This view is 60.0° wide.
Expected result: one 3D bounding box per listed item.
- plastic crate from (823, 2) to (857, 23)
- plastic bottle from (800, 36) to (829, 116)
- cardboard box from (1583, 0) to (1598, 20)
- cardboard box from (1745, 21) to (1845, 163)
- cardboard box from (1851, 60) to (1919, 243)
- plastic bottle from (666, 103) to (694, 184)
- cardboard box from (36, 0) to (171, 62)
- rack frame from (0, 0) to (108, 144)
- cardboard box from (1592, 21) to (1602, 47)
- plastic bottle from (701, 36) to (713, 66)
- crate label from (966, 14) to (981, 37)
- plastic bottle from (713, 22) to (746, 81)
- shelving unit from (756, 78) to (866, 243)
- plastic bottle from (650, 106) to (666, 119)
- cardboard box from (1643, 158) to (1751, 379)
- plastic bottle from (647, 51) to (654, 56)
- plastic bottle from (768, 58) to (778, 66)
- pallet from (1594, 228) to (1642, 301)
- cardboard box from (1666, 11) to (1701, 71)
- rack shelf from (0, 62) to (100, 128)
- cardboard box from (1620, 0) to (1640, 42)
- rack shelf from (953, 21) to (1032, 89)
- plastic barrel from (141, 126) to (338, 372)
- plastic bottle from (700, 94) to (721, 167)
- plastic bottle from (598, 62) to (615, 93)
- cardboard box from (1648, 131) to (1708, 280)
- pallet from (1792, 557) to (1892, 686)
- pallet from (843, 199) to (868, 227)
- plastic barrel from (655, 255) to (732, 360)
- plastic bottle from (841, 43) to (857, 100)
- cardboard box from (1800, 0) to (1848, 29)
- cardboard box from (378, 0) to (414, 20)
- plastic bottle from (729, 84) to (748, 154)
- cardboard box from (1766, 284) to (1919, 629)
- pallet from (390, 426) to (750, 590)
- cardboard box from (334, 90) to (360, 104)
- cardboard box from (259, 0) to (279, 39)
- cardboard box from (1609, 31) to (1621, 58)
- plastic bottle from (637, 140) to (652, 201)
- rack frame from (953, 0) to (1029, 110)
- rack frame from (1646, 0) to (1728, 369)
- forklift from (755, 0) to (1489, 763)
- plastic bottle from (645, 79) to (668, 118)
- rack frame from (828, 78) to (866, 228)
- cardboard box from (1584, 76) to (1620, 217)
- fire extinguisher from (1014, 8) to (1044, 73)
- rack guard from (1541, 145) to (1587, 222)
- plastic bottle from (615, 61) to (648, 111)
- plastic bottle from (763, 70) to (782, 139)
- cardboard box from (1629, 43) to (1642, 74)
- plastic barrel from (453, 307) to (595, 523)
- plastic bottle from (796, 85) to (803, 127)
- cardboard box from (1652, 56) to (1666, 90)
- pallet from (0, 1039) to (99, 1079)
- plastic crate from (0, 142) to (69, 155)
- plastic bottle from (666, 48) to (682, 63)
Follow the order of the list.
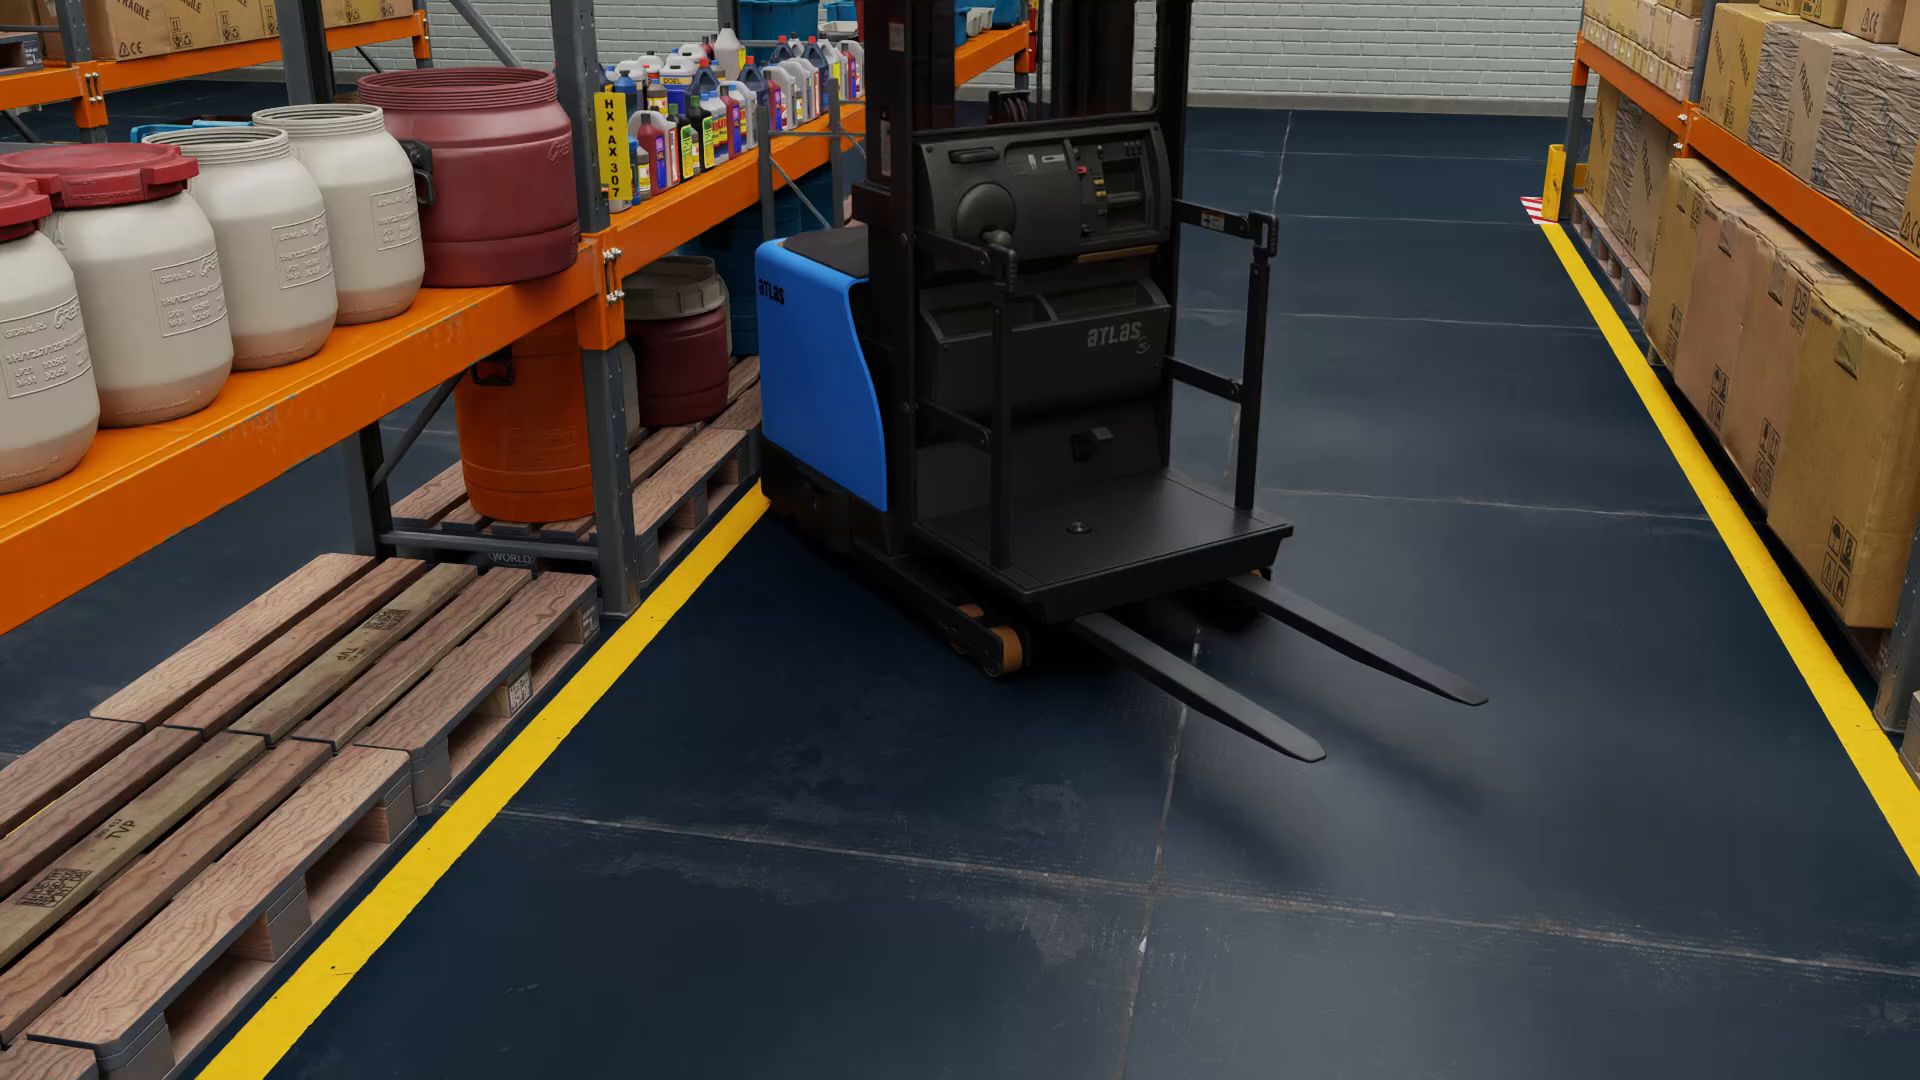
[{"bbox_3d":[-0.681,-3.397,10.917,0.416,0.233,0.300,4,22,11],"label":"plastic crate"},{"bbox_3d":[-0.699,-2.189,7.840,0.144,0.351,0.185,4,22,11],"label":"plastic bottle"},{"bbox_3d":[4.509,-3.639,11.178,0.500,0.250,0.500,4,22,9],"label":"cardboard box"},{"bbox_3d":[3.512,-1.793,6.657,0.500,0.500,0.500,4,22,10],"label":"cardboard box"},{"bbox_3d":[3.204,-1.228,5.253,0.500,0.500,0.500,4,22,10],"label":"cardboard box"},{"bbox_3d":[-1.039,-1.472,6.149,0.061,0.283,0.133,4,22,11],"label":"plastic bottle"},{"bbox_3d":[-5.272,-3.232,10.229,0.500,0.500,0.500,5,22,12],"label":"cardboard box"},{"bbox_3d":[-5.643,-3.020,9.836,1.000,3.000,0.127,4,22,11],"label":"rack frame"},{"bbox_3d":[4.372,-3.317,10.911,0.380,0.149,0.250,4,22,10],"label":"cardboard box"},{"bbox_3d":[-1.314,-2.436,8.543,0.061,0.283,0.133,4,22,11],"label":"plastic bottle"},{"bbox_3d":[-0.073,-3.488,11.273,0.396,0.136,0.243,4,22,11],"label":"crate label"},{"bbox_3d":[-1.192,-2.499,8.609,0.144,0.351,0.185,4,22,11],"label":"plastic bottle"},{"bbox_3d":[-0.444,-1.192,7.287,0.587,1.500,1.083,4,22,11],"label":"shelving unit"},{"bbox_3d":[-1.120,-1.466,6.150,0.097,0.271,0.097,0,22,0],"label":"plastic bottle"},{"bbox_3d":[3.944,-1.237,7.691,1.225,0.875,0.875,5,22,11],"label":"cardboard box"},{"bbox_3d":[-1.468,-2.160,7.858,0.061,0.283,0.133,4,22,11],"label":"plastic bottle"},{"bbox_3d":[-0.861,-2.097,7.717,0.097,0.271,0.097,0,22,0],"label":"plastic bottle"},{"bbox_3d":[4.533,-1.689,10.265,1.003,0.211,1.213,4,22,11],"label":"pallet"},{"bbox_3d":[3.888,-2.513,8.381,0.500,0.250,0.500,4,22,10],"label":"cardboard box"},{"bbox_3d":[-6.051,-1.954,8.154,1.077,0.370,4.000,4,22,11],"label":"rack shelf"},{"bbox_3d":[4.202,-3.074,9.774,0.500,0.250,0.500,4,22,10],"label":"cardboard box"},{"bbox_3d":[-0.386,-3.038,10.846,1.077,0.370,4.000,4,22,11],"label":"rack shelf"},{"bbox_3d":[-1.697,-0.683,3.885,0.421,0.512,0.421,0,22,0],"label":"plastic barrel"},{"bbox_3d":[-0.986,-1.594,6.469,0.097,0.271,0.097,0,22,0],"label":"plastic bottle"},{"bbox_3d":[-1.574,-1.925,7.183,0.144,0.351,0.185,4,22,11],"label":"plastic bottle"},{"bbox_3d":[4.268,-1.708,8.860,0.875,0.875,0.875,4,22,11],"label":"cardboard box"},{"bbox_3d":[3.473,0.211,5.548,1.003,0.211,1.213,4,22,11],"label":"pallet"},{"bbox_3d":[-0.435,-2.067,11.202,1.003,0.211,1.213,4,22,11],"label":"pallet"},{"bbox_3d":[-1.269,-1.025,7.652,0.421,0.512,0.421,0,22,0],"label":"plastic barrel"},{"bbox_3d":[-0.561,-2.330,8.279,0.061,0.283,0.133,4,22,11],"label":"plastic bottle"},{"bbox_3d":[3.781,-2.290,6.549,0.797,0.503,0.637,5,22,12],"label":"cardboard box"},{"bbox_3d":[-4.651,-4.344,12.991,0.500,0.500,0.500,5,23,13],"label":"cardboard box"},{"bbox_3d":[-0.919,-1.714,6.767,0.097,0.271,0.097,0,22,0],"label":"plastic bottle"},{"bbox_3d":[3.400,-0.260,5.266,1.225,0.875,0.875,3,22,8],"label":"cardboard box"},{"bbox_3d":[-1.490,-0.176,6.507,1.003,0.211,1.213,4,22,11],"label":"pallet"},{"bbox_3d":[-4.696,-3.309,13.313,0.500,0.500,0.500,4,22,11],"label":"cardboard box"},{"bbox_3d":[-4.964,-3.788,11.610,0.500,0.500,0.500,4,22,10],"label":"cardboard box"},{"bbox_3d":[4.215,-3.034,10.209,0.380,0.149,0.250,4,22,10],"label":"cardboard box"},{"bbox_3d":[-1.135,-1.295,5.820,0.097,0.201,0.097,0,22,0],"label":"plastic bottle"},{"bbox_3d":[0.022,-4.104,12.527,1.000,3.000,0.127,4,22,11],"label":"rack frame"},{"bbox_3d":[4.055,-2.263,7.958,1.000,3.000,0.127,4,22,11],"label":"rack frame"},{"bbox_3d":[0.406,-1.123,5.219,1.130,2.935,3.031,-13,25,-29],"label":"forklift"},{"bbox_3d":[-1.372,-1.982,7.526,0.097,0.201,0.097,0,22,0],"label":"plastic bottle"},{"bbox_3d":[-0.341,-1.373,7.741,0.500,1.500,0.032,4,22,11],"label":"rack frame"},{"bbox_3d":[4.819,-2.695,11.312,0.875,0.875,0.875,4,22,11],"label":"cardboard box"},{"bbox_3d":[0.498,-3.915,12.662,0.296,0.674,0.183,4,22,11],"label":"fire extinguisher"},{"bbox_3d":[4.876,-2.575,12.079,1.175,0.500,0.348,4,22,11],"label":"rack guard"},{"bbox_3d":[-1.498,-2.019,7.519,0.152,0.276,0.135,4,22,11],"label":"plastic bottle"},{"bbox_3d":[-0.813,-1.878,7.156,0.061,0.283,0.133,4,22,11],"label":"plastic bottle"},{"bbox_3d":[4.058,-2.753,9.510,0.380,0.149,0.250,4,22,10],"label":"cardboard box"},{"bbox_3d":[-1.527,-0.546,6.037,0.600,0.830,0.708,4,22,11],"label":"plastic barrel"},{"bbox_3d":[-0.760,-1.968,7.491,0.097,0.201,0.097,0,22,0],"label":"plastic bottle"},{"bbox_3d":[3.901,-2.471,8.810,0.380,0.149,0.250,4,22,10],"label":"cardboard box"},{"bbox_3d":[-2.304,1.288,2.872,1.003,0.211,1.213,4,22,11],"label":"pallet"},{"bbox_3d":[-2.240,-0.640,3.841,0.402,0.464,0.583,4,22,11],"label":"plastic crate"},{"bbox_3d":[-1.387,-2.267,8.138,0.097,0.271,0.097,0,22,0],"label":"plastic bottle"}]
